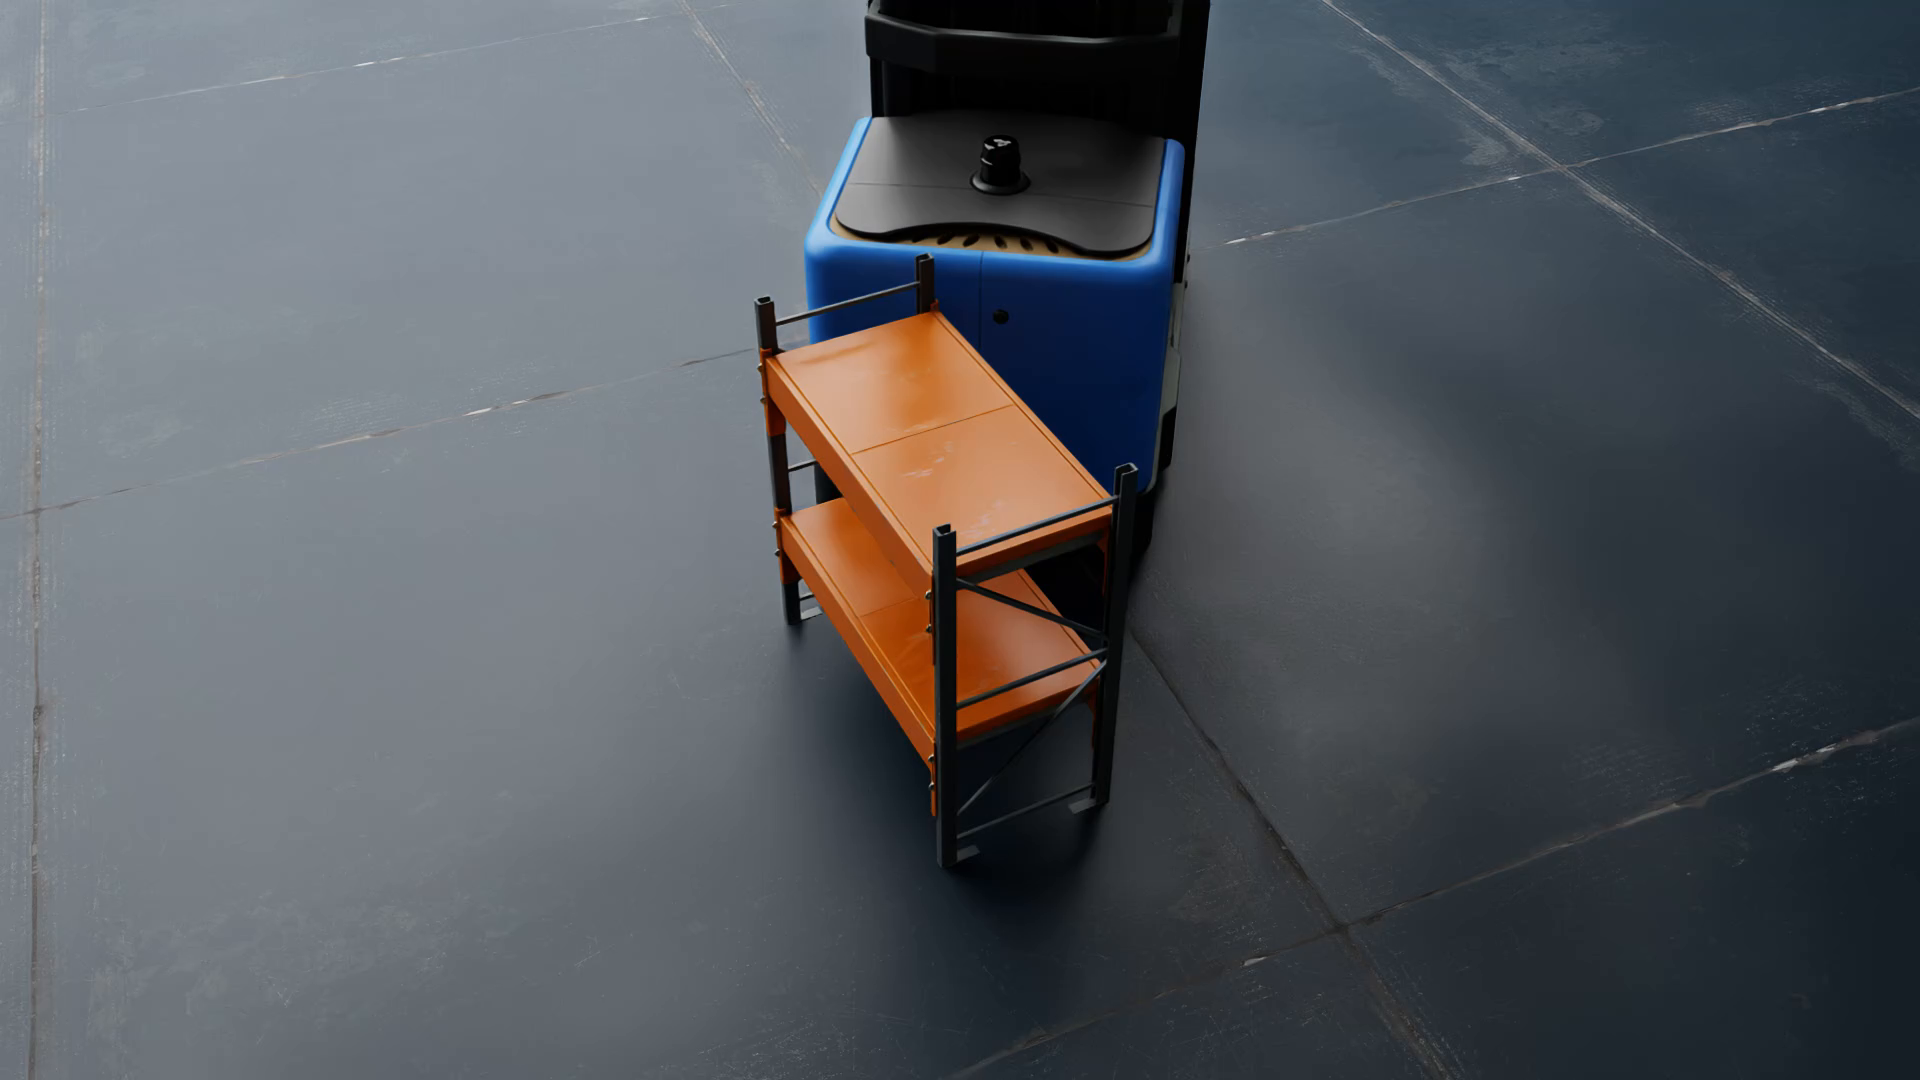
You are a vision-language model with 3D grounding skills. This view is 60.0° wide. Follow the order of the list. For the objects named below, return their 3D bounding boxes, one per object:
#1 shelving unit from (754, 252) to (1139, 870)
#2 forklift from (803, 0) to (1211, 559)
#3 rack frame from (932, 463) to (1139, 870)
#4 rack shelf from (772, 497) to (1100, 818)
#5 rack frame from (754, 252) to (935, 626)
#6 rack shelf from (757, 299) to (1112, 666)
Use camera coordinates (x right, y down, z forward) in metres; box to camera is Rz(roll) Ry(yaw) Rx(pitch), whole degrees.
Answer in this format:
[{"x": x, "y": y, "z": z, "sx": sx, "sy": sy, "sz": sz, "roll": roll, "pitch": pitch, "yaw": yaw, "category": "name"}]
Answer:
[{"x": -0.063, "y": 0.041, "z": 4.339, "sx": 0.538, "sy": 1.125, "sz": 1.048, "roll": -19, "pitch": 44, "yaw": -20, "category": "shelving unit"}, {"x": 0.286, "y": -2.015, "z": 5.345, "sx": 1.130, "sy": 2.935, "sz": 3.031, "roll": 6, "pitch": 41, "yaw": 7, "category": "forklift"}, {"x": 0.170, "y": 0.336, "z": 3.997, "sx": 0.500, "sy": 1.125, "sz": 0.032, "roll": -19, "pitch": 44, "yaw": -20, "category": "rack frame"}, {"x": -0.063, "y": 0.227, "z": 4.499, "sx": 0.538, "sy": 0.278, "sz": 1.000, "roll": -19, "pitch": 44, "yaw": -20, "category": "rack shelf"}, {"x": -0.296, "y": -0.253, "z": 4.682, "sx": 0.500, "sy": 1.125, "sz": 0.032, "roll": -19, "pitch": 44, "yaw": -20, "category": "rack frame"}, {"x": -0.063, "y": -0.181, "z": 4.149, "sx": 0.538, "sy": 0.278, "sz": 1.000, "roll": -19, "pitch": 44, "yaw": -20, "category": "rack shelf"}]
